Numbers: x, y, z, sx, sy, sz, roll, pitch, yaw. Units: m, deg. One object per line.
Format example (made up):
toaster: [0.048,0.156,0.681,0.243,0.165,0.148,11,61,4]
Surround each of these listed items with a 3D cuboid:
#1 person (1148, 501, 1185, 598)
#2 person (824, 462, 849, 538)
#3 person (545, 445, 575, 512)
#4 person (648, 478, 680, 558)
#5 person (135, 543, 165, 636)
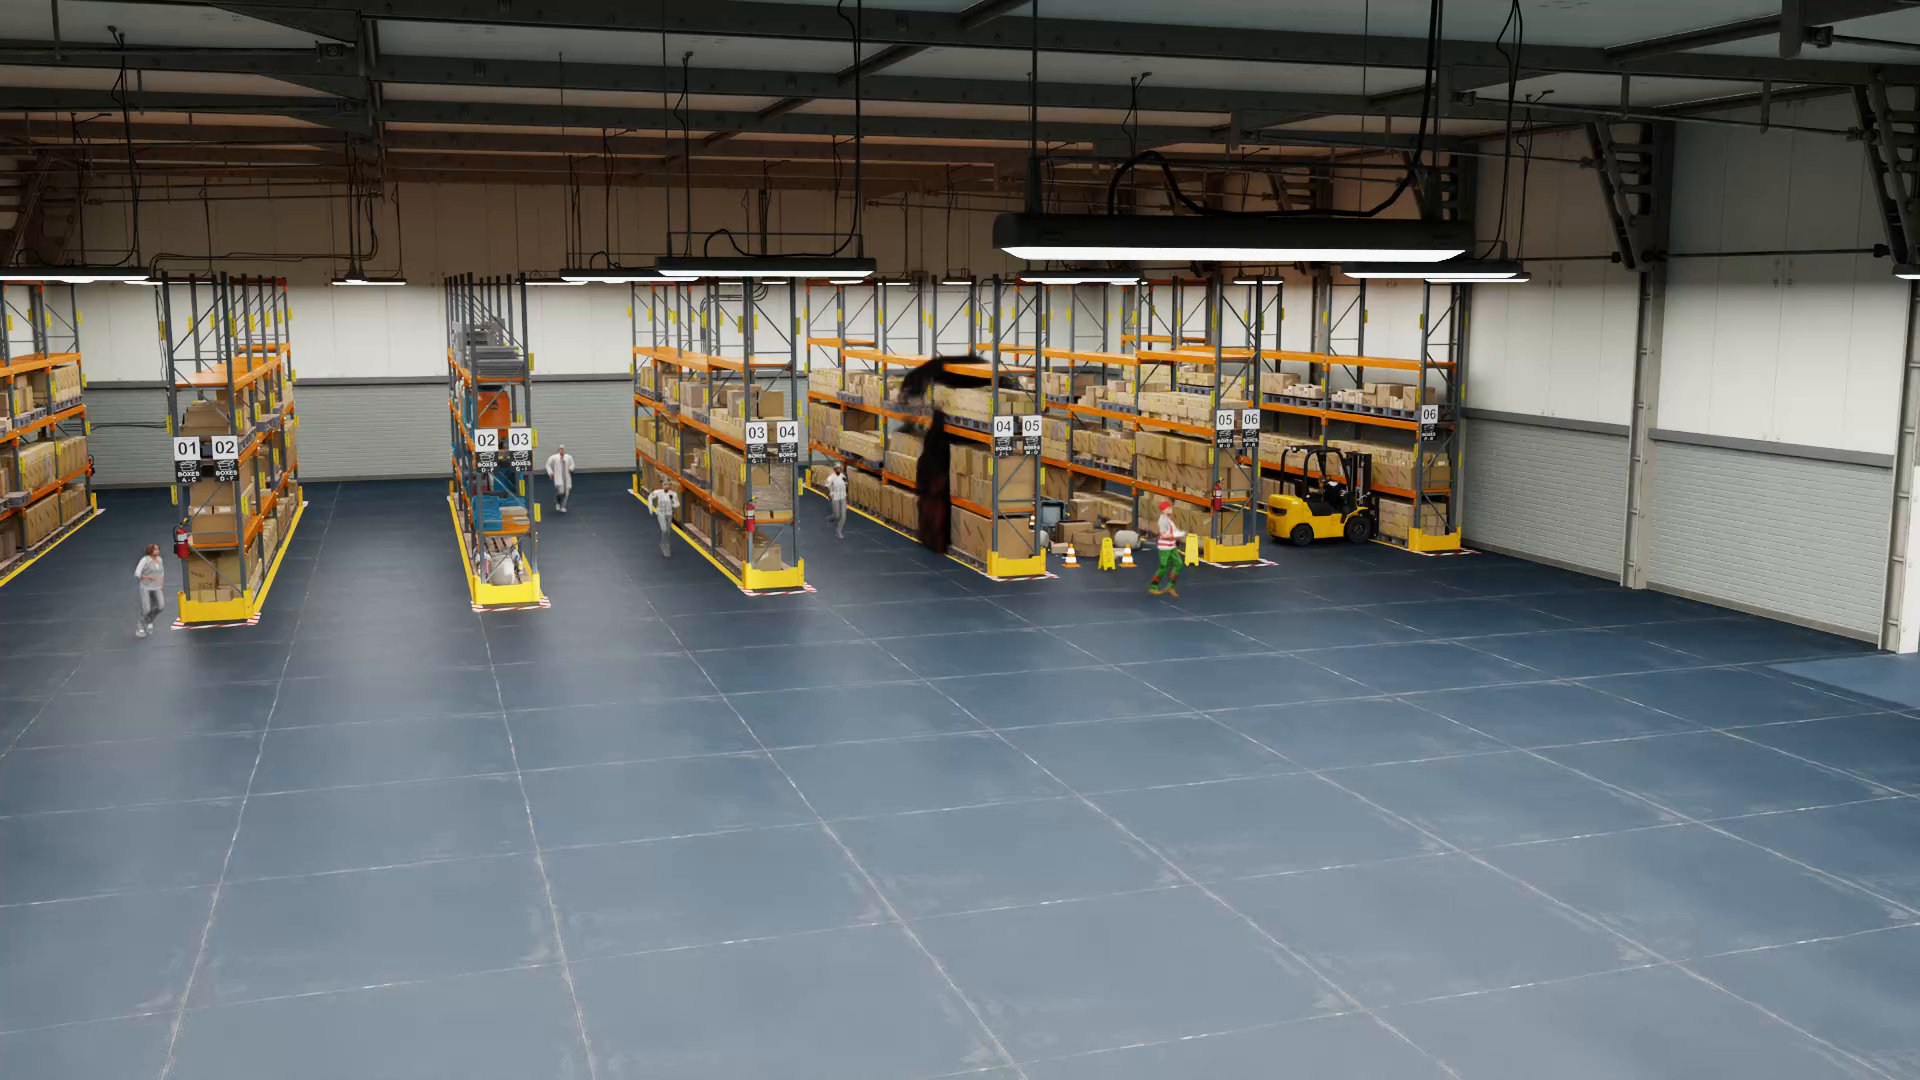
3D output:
person: [3.869,0.186,30.933,0.705,1.824,0.632,4,9,24]
person: [-2.710,-0.901,36.678,0.582,1.677,0.577,-5,10,-28]
person: [-10.183,-1.567,42.615,0.704,1.732,0.650,-5,10,-31]
person: [-6.366,-0.498,35.846,0.636,1.726,0.827,-3,9,-20]
person: [-13.379,0.813,27.602,0.540,1.535,0.543,6,10,35]
